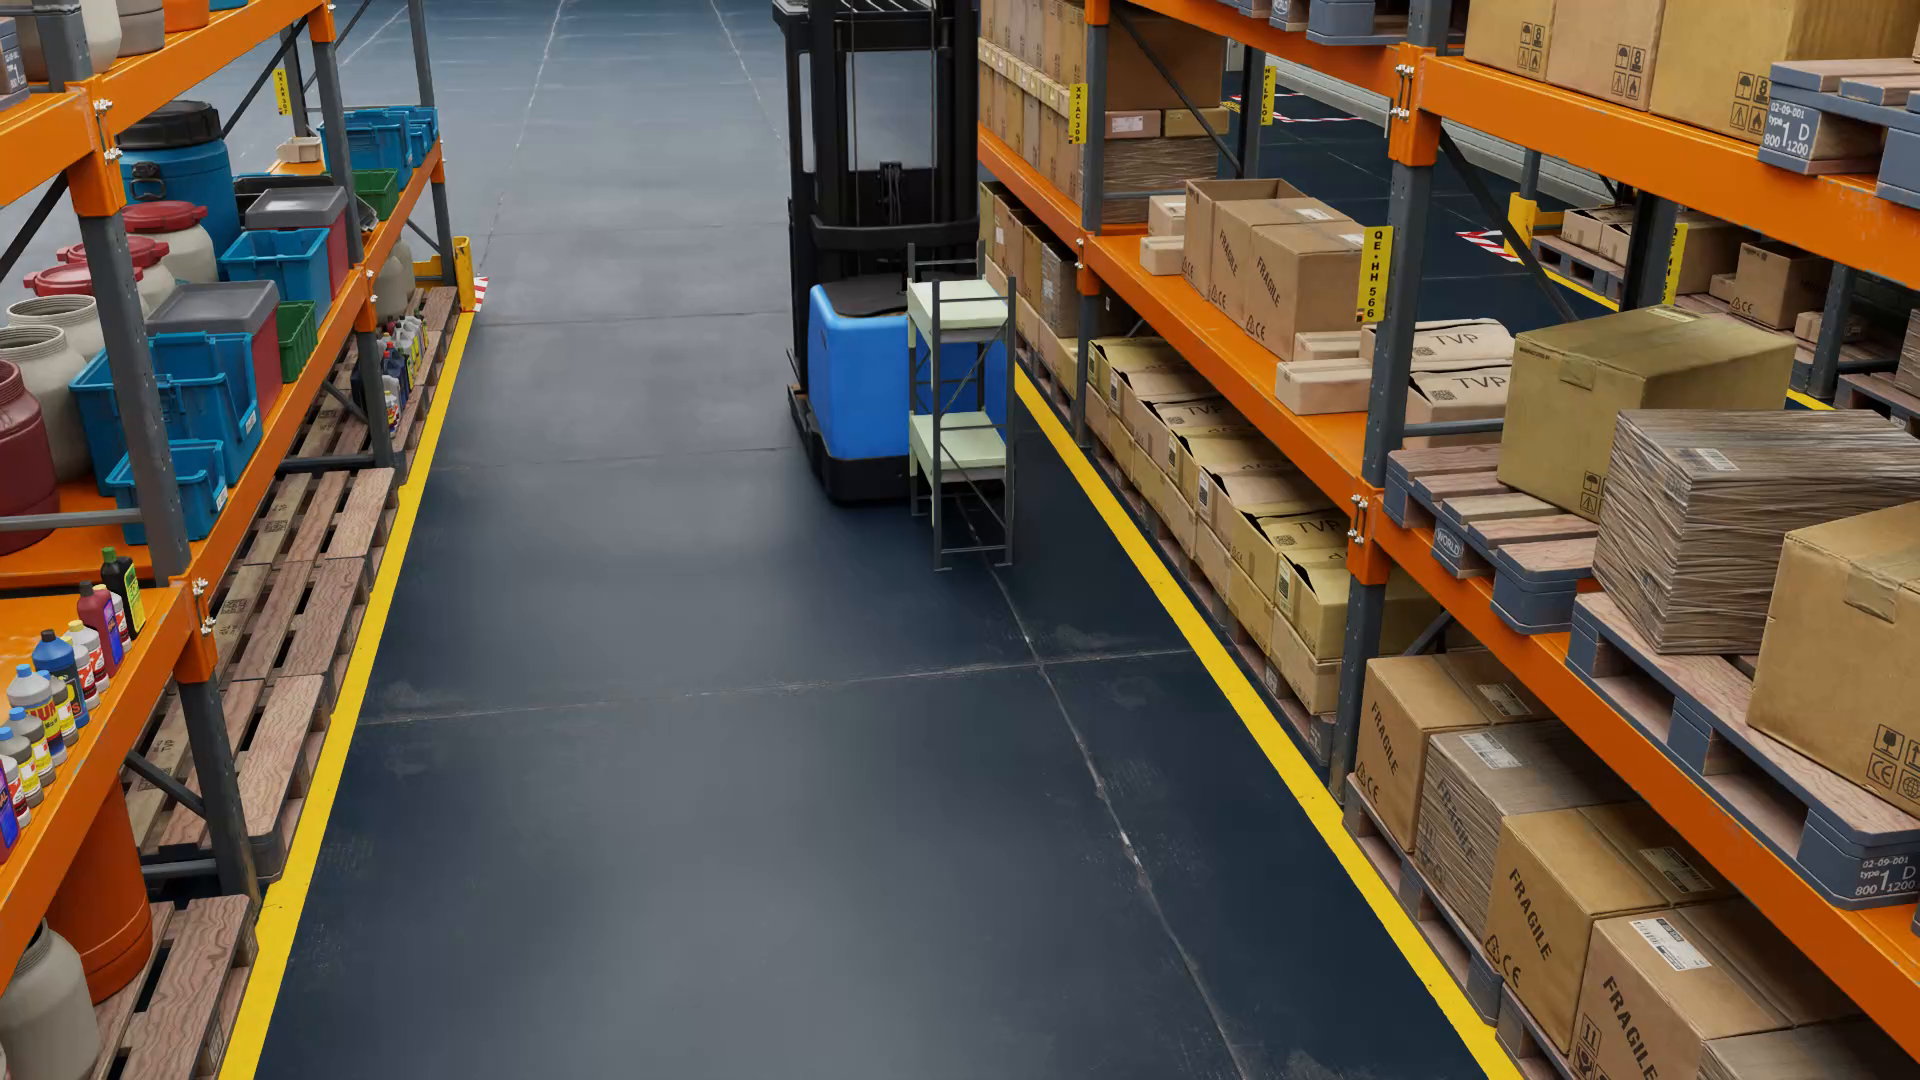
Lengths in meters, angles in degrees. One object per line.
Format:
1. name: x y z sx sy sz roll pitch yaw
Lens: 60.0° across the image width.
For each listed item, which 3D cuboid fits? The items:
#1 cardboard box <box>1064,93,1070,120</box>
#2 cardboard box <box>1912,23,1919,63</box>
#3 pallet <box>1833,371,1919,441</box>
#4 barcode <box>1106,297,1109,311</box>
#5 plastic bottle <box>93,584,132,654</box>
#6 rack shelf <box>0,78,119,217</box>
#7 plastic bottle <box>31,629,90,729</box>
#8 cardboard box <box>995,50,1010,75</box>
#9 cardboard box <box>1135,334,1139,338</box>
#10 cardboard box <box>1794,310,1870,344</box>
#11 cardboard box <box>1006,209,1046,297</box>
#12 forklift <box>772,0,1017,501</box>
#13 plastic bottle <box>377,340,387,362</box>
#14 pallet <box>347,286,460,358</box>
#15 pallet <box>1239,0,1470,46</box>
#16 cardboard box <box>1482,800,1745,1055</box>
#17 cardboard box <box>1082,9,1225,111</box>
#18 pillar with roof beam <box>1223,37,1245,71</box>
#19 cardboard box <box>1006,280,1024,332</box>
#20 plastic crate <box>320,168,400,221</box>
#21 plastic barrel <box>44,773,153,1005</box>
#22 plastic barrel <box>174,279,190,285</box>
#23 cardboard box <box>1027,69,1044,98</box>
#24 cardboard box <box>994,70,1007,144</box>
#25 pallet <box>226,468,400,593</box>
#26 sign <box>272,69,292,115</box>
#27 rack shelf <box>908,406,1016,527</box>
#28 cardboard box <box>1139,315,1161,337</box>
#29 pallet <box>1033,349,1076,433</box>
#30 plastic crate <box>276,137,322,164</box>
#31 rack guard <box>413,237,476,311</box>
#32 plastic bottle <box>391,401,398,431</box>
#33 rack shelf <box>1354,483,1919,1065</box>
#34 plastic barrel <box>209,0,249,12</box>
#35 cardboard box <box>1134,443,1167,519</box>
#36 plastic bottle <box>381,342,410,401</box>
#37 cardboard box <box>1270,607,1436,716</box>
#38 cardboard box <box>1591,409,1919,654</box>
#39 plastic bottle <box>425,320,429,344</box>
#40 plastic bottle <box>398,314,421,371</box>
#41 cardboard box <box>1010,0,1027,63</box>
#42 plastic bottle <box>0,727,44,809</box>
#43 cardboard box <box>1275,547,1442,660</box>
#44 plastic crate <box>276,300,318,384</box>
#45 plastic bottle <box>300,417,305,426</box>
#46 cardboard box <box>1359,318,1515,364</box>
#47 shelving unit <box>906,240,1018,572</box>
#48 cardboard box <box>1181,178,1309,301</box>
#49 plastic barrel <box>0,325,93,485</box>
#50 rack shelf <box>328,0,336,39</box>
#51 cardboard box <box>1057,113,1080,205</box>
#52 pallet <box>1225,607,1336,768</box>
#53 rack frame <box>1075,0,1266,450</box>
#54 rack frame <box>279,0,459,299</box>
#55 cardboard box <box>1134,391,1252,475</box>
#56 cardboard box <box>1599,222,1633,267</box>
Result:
1. cardboard box: 0.846 -2.613 10.050 0.380 0.149 0.250 -5 24 -11
2. cardboard box: 2.410 -1.219 3.271 0.600 0.600 0.600 -5 24 -12
3. pallet: 6.214 -0.763 10.233 1.003 0.211 1.213 -4 24 -10
4. barcode: 0.839 -1.344 9.453 0.001 0.075 0.075 -4 24 -10
5. plastic bottle: -2.430 0.225 4.735 0.097 0.201 0.097 0 24 0
6. rack shelf: -2.558 -0.299 2.837 1.077 0.370 4.000 -4 24 -10
7. plastic bottle: -2.352 0.360 4.338 0.097 0.271 0.097 0 24 0
8. cardboard box: 0.463 -3.424 11.906 0.380 0.149 0.250 -5 24 -11
9. cardboard box: 1.326 -1.313 10.920 0.500 0.250 0.500 -4 24 -10
10. cardboard box: 5.940 -1.458 11.332 0.380 0.166 0.250 -8 25 -17
11. cardboard box: 0.617 -2.011 11.580 0.500 0.500 0.500 -4 24 -10
12. forklift: -0.490 -2.119 9.939 1.130 2.935 3.031 -5 24 -11
13. plastic bottle: -3.663 -1.136 10.457 0.152 0.276 0.135 -4 24 -10
14. pallet: -4.202 -1.563 12.065 1.003 0.211 1.213 -4 24 -10
15. pallet: 1.727 -1.954 5.964 1.213 0.211 1.003 -3 24 -7
16. cardboard box: 1.934 1.142 4.961 0.500 0.500 0.500 -5 24 -10
17. cardboard box: 1.113 -2.793 9.652 0.700 0.500 0.500 -4 24 -9
18. pillar with roof beam: -0.141 -10.860 22.372 9.100 9.000 0.400 -4 24 -10
19. cardboard box: 0.618 -1.667 11.730 0.500 0.250 0.500 -4 24 -10
20. plastic crate: -3.641 -2.071 10.010 0.450 0.188 0.662 -4 24 -10
21. plastic barrel: -2.821 0.953 5.007 0.600 0.830 0.708 -4 24 -10
22. plastic barrel: -3.574 -1.018 7.507 0.301 0.262 0.301 0 24 0
23. cardboard box: 0.655 -3.017 10.974 0.380 0.149 0.250 -4 24 -8
24. cardboard box: 0.637 -3.207 12.221 0.700 0.500 0.500 -4 24 -8
25. pallet: -3.484 -0.030 8.554 1.003 0.211 1.213 -4 24 -10
26. sign: -4.949 -3.275 12.155 0.100 0.325 0.005 -4 24 -10
27. rack shelf: -0.001 -0.391 8.586 0.431 0.370 0.720 -4 24 -10
28. cardboard box: 1.423 -1.460 10.320 0.500 0.500 0.500 -4 24 -10
29. pallet: 1.095 -1.017 10.814 1.003 0.211 1.213 -4 24 -10
30. plastic crate: -4.558 -2.690 11.492 0.298 0.136 0.250 -4 24 -10
31. rack guard: -4.347 -2.015 12.739 1.175 0.500 0.348 -4 24 -10
32. plastic bottle: -3.314 -0.731 9.622 0.097 0.201 0.097 0 24 0
33. rack shelf: 2.311 0.711 4.273 1.077 0.370 4.000 -4 24 -10
34. plastic barrel: -3.118 -2.520 6.397 0.600 0.901 0.708 -4 24 -10
35. cardboard box: 1.224 -0.330 8.667 0.500 0.250 0.500 -5 24 -11
36. plastic bottle: -3.444 -1.024 10.106 0.144 0.351 0.185 -5 24 -12
37. cardboard box: 1.604 0.473 6.829 0.500 0.250 0.500 -4 24 -8
38. cardboard box: 2.149 -0.031 4.422 0.700 0.500 0.500 0 24 0
39. plastic bottle: -3.637 -1.416 11.192 0.097 0.201 0.097 0 24 0
40. plastic bottle: -3.557 -1.264 10.657 0.144 0.351 0.185 -3 24 -8
41. cardboard box: 0.742 -3.582 11.459 0.700 0.500 0.500 -4 24 -10
42. plastic bottle: -2.280 0.545 4.002 0.097 0.201 0.097 0 24 0
43. cardboard box: 1.602 0.217 6.715 0.500 0.311 0.500 -4 24 -8
44. plastic crate: -3.068 -0.852 7.219 0.450 0.188 0.662 -4 24 -10
45. plastic bottle: -3.928 -0.844 9.695 0.144 0.351 0.185 -4 24 -10
46. cardboard box: 1.966 -0.731 6.787 0.500 0.311 0.500 -5 24 -10
47. shelving unit: -0.001 -0.690 8.456 0.431 1.500 0.755 -4 24 -10
48. cardboard box: 1.425 -1.514 8.344 0.500 0.500 0.500 -3 24 -6
49. plastic barrel: -3.328 -0.480 5.963 0.421 0.512 0.421 0 24 0
50. rack shelf: -4.037 -3.445 10.042 1.077 0.370 4.000 -4 24 -10
51. cardboard box: 1.009 -2.406 10.386 0.700 0.500 0.500 -5 24 -10
52. pallet: 1.827 0.546 7.237 1.003 0.211 1.213 -4 24 -10
53. rack frame: 1.201 -1.979 9.533 1.000 3.000 0.127 -4 24 -10
54. rack frame: -4.407 -3.187 12.299 1.000 3.000 0.127 -4 24 -10
55. cardboard box: 1.217 -0.586 8.555 0.500 0.311 0.500 -5 24 -11
56. cardboard box: 5.474 -2.387 13.277 0.500 0.311 0.500 -2 24 -5
